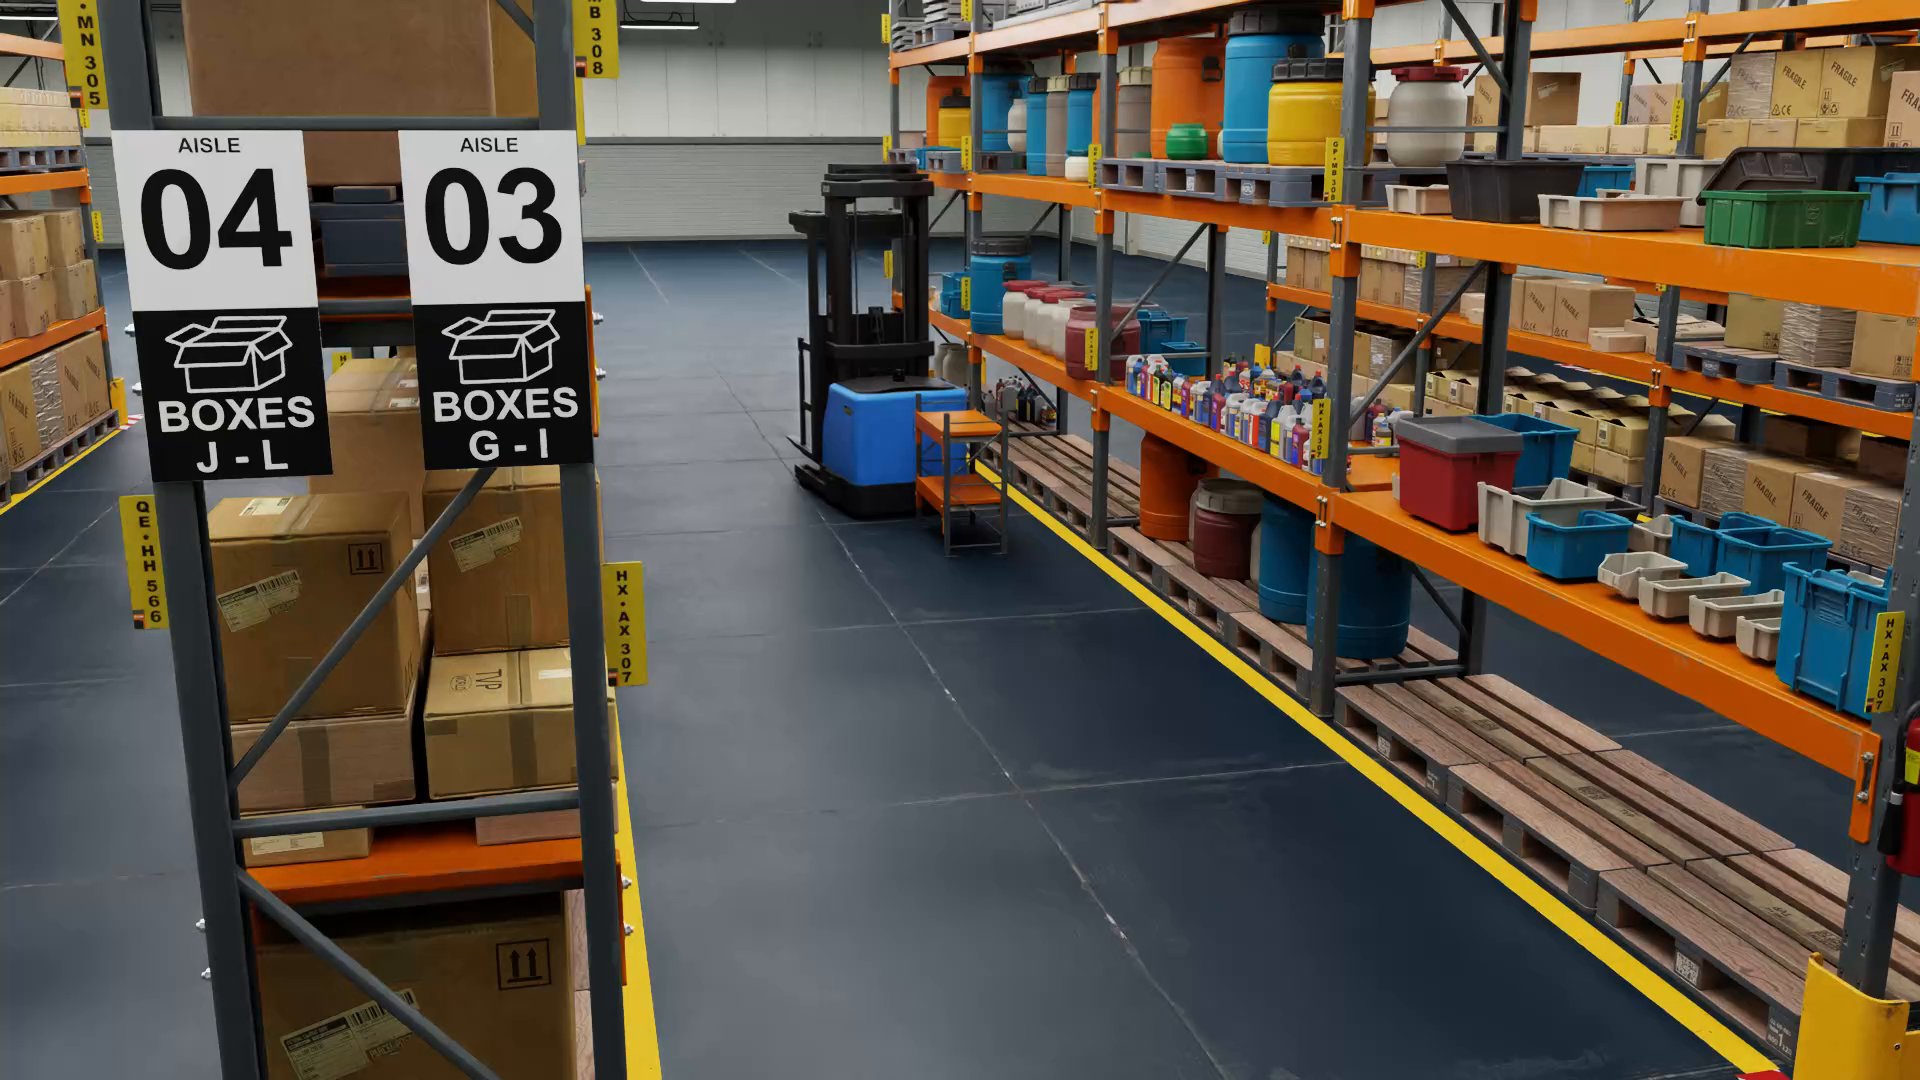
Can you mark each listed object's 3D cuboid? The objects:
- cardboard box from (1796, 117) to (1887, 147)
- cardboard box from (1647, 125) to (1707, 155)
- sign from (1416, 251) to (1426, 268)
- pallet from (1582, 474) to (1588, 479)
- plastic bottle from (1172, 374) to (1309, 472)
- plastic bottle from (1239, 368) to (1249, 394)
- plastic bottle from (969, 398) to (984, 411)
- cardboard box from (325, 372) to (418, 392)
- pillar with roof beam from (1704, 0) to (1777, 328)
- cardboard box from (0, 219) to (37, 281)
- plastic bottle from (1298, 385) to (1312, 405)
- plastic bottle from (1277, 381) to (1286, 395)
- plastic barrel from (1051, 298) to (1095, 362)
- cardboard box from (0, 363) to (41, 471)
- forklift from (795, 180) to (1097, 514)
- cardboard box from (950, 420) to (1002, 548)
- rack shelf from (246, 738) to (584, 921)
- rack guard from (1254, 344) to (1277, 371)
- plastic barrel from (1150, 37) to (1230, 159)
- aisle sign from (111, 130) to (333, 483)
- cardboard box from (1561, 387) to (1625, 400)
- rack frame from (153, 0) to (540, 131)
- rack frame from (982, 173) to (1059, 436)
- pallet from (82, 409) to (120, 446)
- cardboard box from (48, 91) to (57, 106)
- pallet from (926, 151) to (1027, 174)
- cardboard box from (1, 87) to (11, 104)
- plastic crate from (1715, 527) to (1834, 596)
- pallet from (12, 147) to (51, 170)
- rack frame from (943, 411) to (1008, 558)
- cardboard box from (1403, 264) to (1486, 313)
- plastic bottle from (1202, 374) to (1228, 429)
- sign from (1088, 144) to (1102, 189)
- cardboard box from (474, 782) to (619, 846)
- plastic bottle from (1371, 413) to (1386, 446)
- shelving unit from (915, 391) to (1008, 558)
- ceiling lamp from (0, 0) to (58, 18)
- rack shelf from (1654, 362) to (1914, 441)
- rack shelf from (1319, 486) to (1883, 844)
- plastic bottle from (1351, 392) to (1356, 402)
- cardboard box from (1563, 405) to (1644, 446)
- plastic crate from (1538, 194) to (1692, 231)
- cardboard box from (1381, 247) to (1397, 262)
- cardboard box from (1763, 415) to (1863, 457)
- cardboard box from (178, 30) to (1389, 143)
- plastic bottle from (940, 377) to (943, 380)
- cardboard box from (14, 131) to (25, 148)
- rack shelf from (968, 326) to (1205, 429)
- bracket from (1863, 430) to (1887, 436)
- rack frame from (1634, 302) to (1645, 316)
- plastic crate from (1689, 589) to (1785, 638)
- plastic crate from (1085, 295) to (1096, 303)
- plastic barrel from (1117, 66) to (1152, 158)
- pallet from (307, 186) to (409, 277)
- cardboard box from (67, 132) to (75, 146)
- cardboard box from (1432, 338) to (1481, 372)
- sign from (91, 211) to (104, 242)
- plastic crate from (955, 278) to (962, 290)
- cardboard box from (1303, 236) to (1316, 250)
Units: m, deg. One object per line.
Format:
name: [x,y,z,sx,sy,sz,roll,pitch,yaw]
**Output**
cardboard box: [6.735,-2.862,12.292,0.910,0.500,0.500,-3,14,-13]
cardboard box: [6.196,-3.383,14.064,0.500,0.250,0.500,-4,14,-17]
sign: [4.879,-3.043,17.573,0.100,0.325,0.005,-3,14,-13]
pallet: [5.919,-0.811,16.303,1.003,0.211,1.213,-3,14,-13]
plastic bottle: [1.772,-0.774,10.548,0.097,0.271,2.212,-3,14,-13]
plastic bottle: [2.115,-1.171,12.318,0.097,0.201,0.097,0,14,0]
plastic bottle: [0.171,-1.400,17.491,0.144,0.351,0.185,-4,14,-15]
cardboard box: [-2.361,-0.416,6.919,0.500,0.500,0.500,-3,14,-13]
pillar with roof beam: [6.114,-6.377,20.566,9.100,9.000,0.400,-3,14,-13]
cardboard box: [-9.346,-2.748,15.765,0.875,0.550,0.550,-3,14,-13]
plastic bottle: [2.285,-0.893,11.032,0.097,0.271,0.097,0,14,0]
plastic bottle: [2.275,-1.014,11.674,0.097,0.201,0.097,0,14,0]
plastic barrel: [0.994,-1.795,14.217,0.421,0.512,0.421,0,14,0]
cardboard box: [-9.137,-1.132,15.333,0.875,0.875,0.875,-3,14,-12]
forklift: [1.578,-6.509,34.079,19.219,2.843,37.697,-5,15,-20]
cardboard box: [0.119,-0.428,12.807,0.475,0.981,0.035,-4,14,-16]
rack shelf: [-1.863,0.497,6.176,0.919,0.124,3.809,-3,14,-13]
rack guard: [4.473,-2.330,21.910,1.175,0.500,0.348,-3,14,-13]
plastic barrel: [1.672,-3.156,11.916,0.600,0.830,0.708,-3,14,-13]
aisle sign: [-1.668,-0.526,3.781,0.394,0.787,0.004,-3,14,-13]
cardboard box: [6.150,-1.328,16.269,0.500,0.311,0.500,-3,14,-14]
rack frame: [-1.397,-2.210,3.513,0.949,2.616,0.053,-3,14,-13]
rack frame: [0.599,-2.340,16.686,0.949,2.616,0.053,-3,14,-13]
pallet: [-9.733,-1.199,17.891,1.003,0.211,1.213,-3,14,-13]
cardboard box: [-9.408,-4.474,16.852,0.380,0.149,0.250,-3,14,-12]
pallet: [0.338,-3.867,17.012,1.213,0.211,1.003,-3,14,-13]
cardboard box: [-9.053,-4.124,15.422,0.380,0.149,0.250,-3,14,-13]
plastic crate: [3.374,0.101,6.920,0.416,0.233,0.300,-3,14,-13]
pallet: [-9.522,-3.696,16.100,1.003,0.211,1.213,-3,14,-13]
rack frame: [0.121,-0.428,12.807,0.500,1.125,0.032,-3,14,-13]
cardboard box: [5.308,-2.766,18.219,0.700,0.500,0.500,-4,14,-15]
plastic bottle: [1.689,-0.919,10.972,0.144,0.351,0.185,-3,14,-13]
sign: [1.009,-2.792,12.434,0.100,0.325,0.005,-3,14,-13]
cardboard box: [-1.156,0.726,4.666,0.380,0.149,0.250,-3,14,-13]
plastic bottle: [2.611,-0.684,10.325,0.097,0.201,0.097,0,14,0]
shelving unit: [-10.752,-3.793,16.311,19.663,6.000,13.307,-3,14,-13]
ceiling lamp: [-21.842,-14.010,39.427,2.000,3.144,0.800,-3,14,-13]
rack shelf: [6.827,-0.882,12.233,1.077,0.370,4.000,-3,14,-13]
rack shelf: [2.951,0.316,7.330,1.077,0.370,4.000,-3,14,-13]
plastic bottle: [1.588,-1.187,14.503,0.255,1.356,7.774,-3,14,-14]
cardboard box: [5.867,-1.060,15.174,0.500,0.311,0.500,-4,14,-14]
plastic crate: [2.694,-1.364,6.925,0.437,0.136,0.530,-3,14,-13]
cardboard box: [4.963,-3.208,18.661,0.380,0.149,0.250,-3,14,-13]
cardboard box: [6.823,-0.841,13.310,0.500,0.250,0.500,-3,14,-11]
cardboard box: [-7.900,-7.088,28.304,24.311,5.290,43.508,-2,14,-7]
plastic bottle: [-0.214,-1.716,18.952,0.097,0.271,0.097,0,14,0]
cardboard box: [-9.113,-3.796,15.756,0.380,0.149,0.250,-3,14,-13]
rack shelf: [1.072,-1.530,14.884,1.077,0.370,4.000,-3,14,-13]
bracket: [8.684,-6.137,25.031,1.127,6.416,16.485,-3,14,-13]
rack frame: [9.290,-3.815,22.723,0.949,2.616,0.053,-3,14,-13]
plastic crate: [2.999,0.281,6.385,0.396,0.136,0.243,-3,14,-13]
plastic crate: [1.164,-2.096,15.718,0.392,0.384,0.575,-3,14,-13]
plastic barrel: [1.560,-3.320,13.319,0.600,0.901,0.600,0,14,0]
pallet: [-1.578,-0.881,4.578,1.003,0.211,1.213,-3,14,-13]
cardboard box: [-9.530,-4.206,17.435,0.380,0.149,0.250,-3,14,-13]
cardboard box: [5.614,-1.973,18.510,0.500,0.500,0.500,-3,14,-13]
sign: [-9.466,-3.439,18.243,0.100,0.325,0.005,-3,14,-13]
plastic crate: [0.218,-2.942,19.463,0.499,0.251,0.408,-3,14,-13]
cardboard box: [4.483,-3.681,20.597,0.380,0.149,0.250,-3,14,-13]
